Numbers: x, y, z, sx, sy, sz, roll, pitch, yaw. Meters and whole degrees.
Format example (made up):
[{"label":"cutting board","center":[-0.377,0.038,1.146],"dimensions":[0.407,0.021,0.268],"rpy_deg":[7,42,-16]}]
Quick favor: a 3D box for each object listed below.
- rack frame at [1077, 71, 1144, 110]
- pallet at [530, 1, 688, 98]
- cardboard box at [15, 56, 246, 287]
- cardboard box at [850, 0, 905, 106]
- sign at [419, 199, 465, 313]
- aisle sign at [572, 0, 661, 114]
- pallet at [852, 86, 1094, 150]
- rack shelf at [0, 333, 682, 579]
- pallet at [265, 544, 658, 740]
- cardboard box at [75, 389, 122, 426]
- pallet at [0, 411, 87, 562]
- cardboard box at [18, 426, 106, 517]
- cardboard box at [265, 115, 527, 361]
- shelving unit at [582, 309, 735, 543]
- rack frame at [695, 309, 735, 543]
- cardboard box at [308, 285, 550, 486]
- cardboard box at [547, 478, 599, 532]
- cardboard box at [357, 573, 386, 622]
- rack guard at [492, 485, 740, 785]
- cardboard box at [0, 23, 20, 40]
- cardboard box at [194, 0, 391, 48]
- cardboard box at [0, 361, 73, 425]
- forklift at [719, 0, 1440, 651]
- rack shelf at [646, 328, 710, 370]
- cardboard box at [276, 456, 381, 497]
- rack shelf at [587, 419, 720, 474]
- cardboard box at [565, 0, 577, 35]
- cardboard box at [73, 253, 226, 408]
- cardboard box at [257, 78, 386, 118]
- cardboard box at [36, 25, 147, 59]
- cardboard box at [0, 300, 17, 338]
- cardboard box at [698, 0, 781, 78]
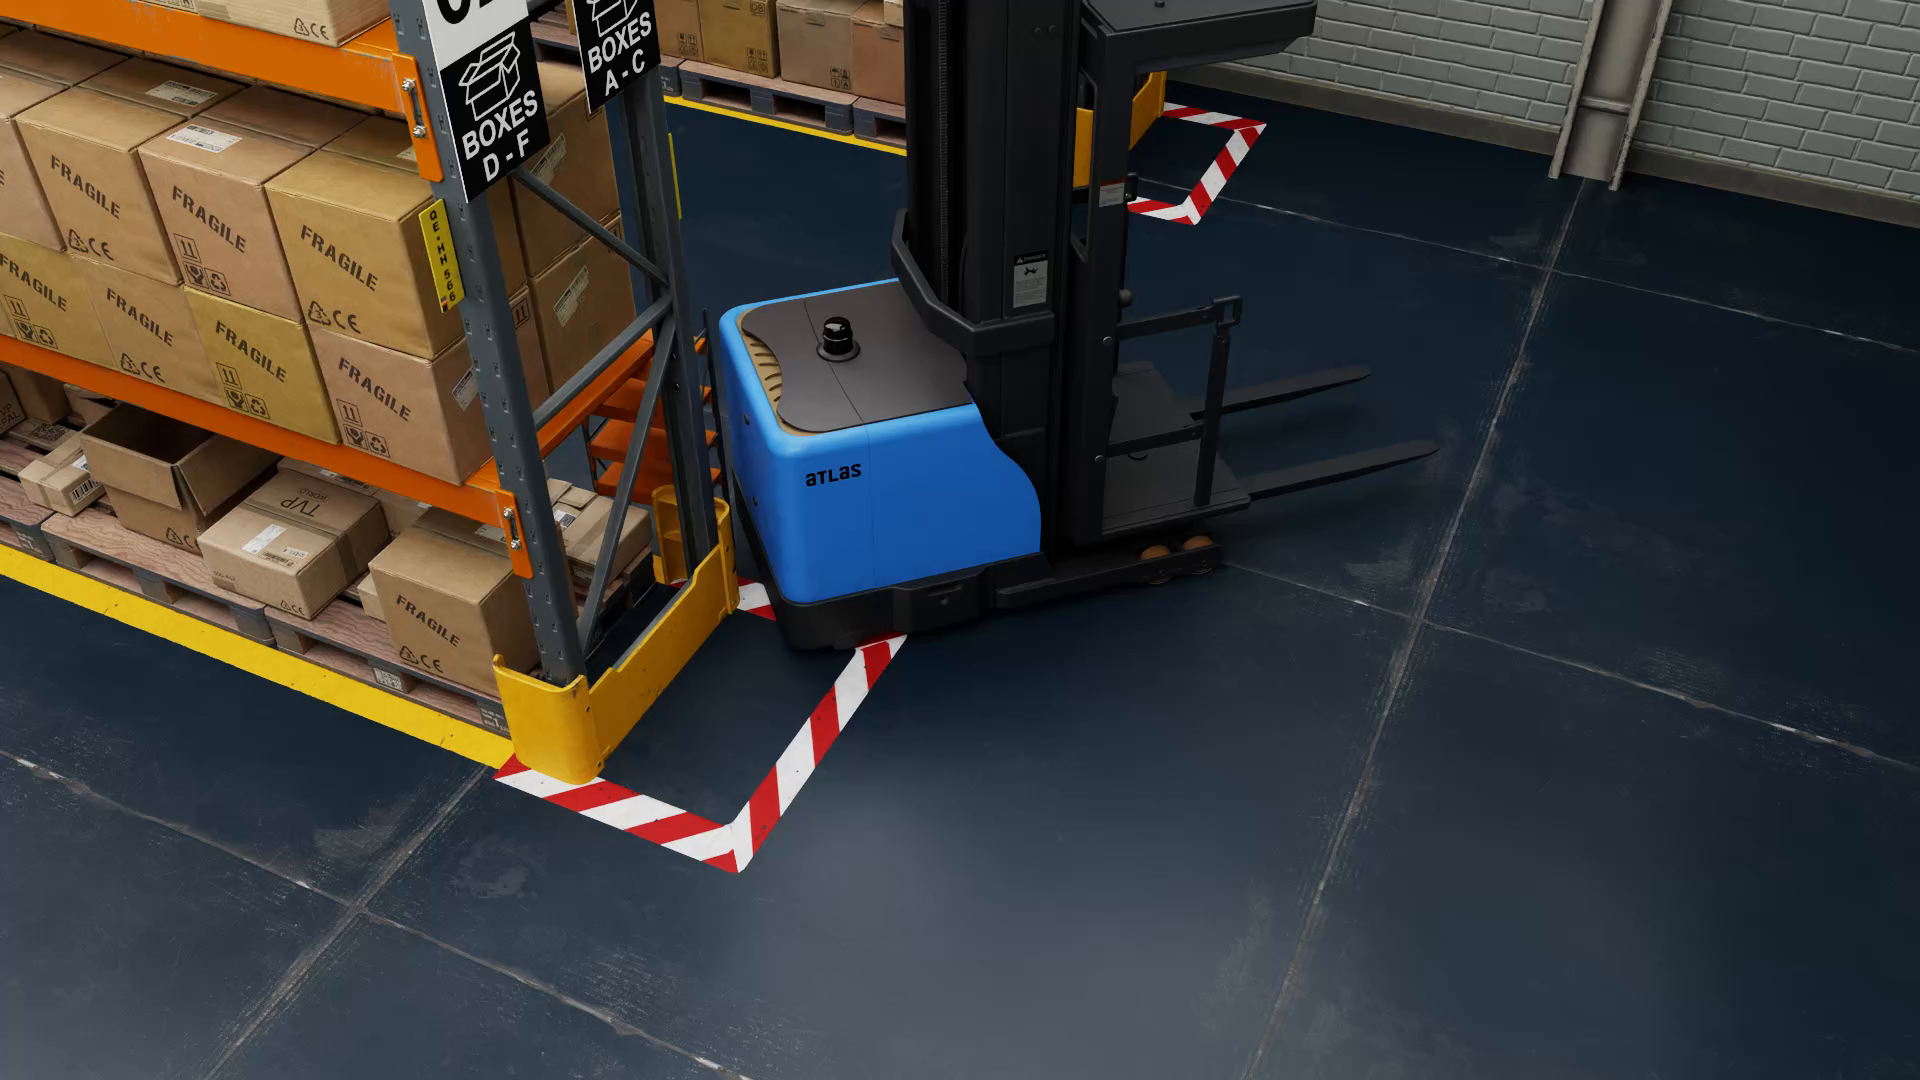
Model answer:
[{"label":"rack frame","center":[0.859,-3.520,9.021],"dimensions":[0.127,3.000,1.000],"rpy_deg":[17,44,19]},{"label":"pallet","center":[-2.110,-3.317,10.916],"dimensions":[1.213,0.211,1.003],"rpy_deg":[17,44,19]},{"label":"cardboard box","center":[-2.682,-1.235,5.545],"dimensions":[0.500,0.500,0.500],"rpy_deg":[18,44,20]},{"label":"cardboard box","center":[-0.271,-3.007,10.017],"dimensions":[0.500,0.500,0.700],"rpy_deg":[17,44,19]},{"label":"sign","center":[-1.485,-0.812,4.771],"dimensions":[0.005,0.325,0.100],"rpy_deg":[17,44,19]},{"label":"aisle sign","center":[-1.046,-1.717,4.956],"dimensions":[0.004,0.787,0.394],"rpy_deg":[17,44,19]},{"label":"pallet","center":[0.101,-2.642,10.137],"dimensions":[1.213,0.211,1.003],"rpy_deg":[17,44,19]},{"label":"rack shelf","center":[-3.044,-0.861,6.502],"dimensions":[4.000,0.370,1.077],"rpy_deg":[17,44,19]},{"label":"pallet","center":[-2.024,0.234,6.820],"dimensions":[1.213,0.211,1.003],"rpy_deg":[17,44,19]},{"label":"cardboard box","center":[-3.541,-0.640,7.415],"dimensions":[0.500,0.311,0.500],"rpy_deg":[17,44,19]},{"label":"pallet","center":[-4.235,-0.442,7.599],"dimensions":[1.213,0.211,1.003],"rpy_deg":[17,44,19]},{"label":"cardboard box","center":[-3.780,-0.304,7.138],"dimensions":[0.250,0.166,0.380],"rpy_deg":[17,44,19]},{"label":"cardboard box","center":[-1.752,-0.955,5.222],"dimensions":[0.500,0.500,0.500],"rpy_deg":[17,44,18]},{"label":"shelving unit","center":[-1.256,-0.420,6.818],"dimensions":[0.503,1.200,0.258],"rpy_deg":[12,42,14]},{"label":"rack frame","center":[-1.024,-0.369,6.760],"dimensions":[0.015,1.200,0.240],"rpy_deg":[12,42,14]},{"label":"cardboard box","center":[-1.753,-0.579,5.552],"dimensions":[0.500,0.500,0.500],"rpy_deg":[18,44,20]},{"label":"cardboard box","center":[-1.693,-0.064,6.861],"dimensions":[0.250,0.166,0.380],"rpy_deg":[17,44,19]},{"label":"cardboard box","center":[-2.158,0.155,6.608],"dimensions":[0.250,0.166,0.380],"rpy_deg":[17,44,19]},{"label":"rack guard","center":[-1.301,0.344,6.471],"dimensions":[0.348,0.500,1.175],"rpy_deg":[17,44,19]},{"label":"cardboard box","center":[-3.615,-1.520,5.873],"dimensions":[0.500,0.500,0.500],"rpy_deg":[16,43,17]},{"label":"cardboard box","center":[-1.809,-1.642,4.678],"dimensions":[0.500,0.250,0.500],"rpy_deg":[17,44,19]},{"label":"cardboard box","center":[-4.221,-0.919,7.593],"dimensions":[0.500,0.500,0.500],"rpy_deg":[17,44,19]},{"label":"forklift","center":[0.590,-1.237,6.439],"dimensions":[3.031,2.935,1.130],"rpy_deg":[-12,42,-14]},{"label":"rack shelf","center":[-1.256,-0.717,6.561],"dimensions":[0.480,0.148,0.258],"rpy_deg":[12,42,14]},{"label":"cardboard box","center":[-2.511,-0.302,7.072],"dimensions":[0.500,0.250,0.500],"rpy_deg":[17,44,19]},{"label":"rack shelf","center":[-1.256,-0.369,6.862],"dimensions":[0.480,0.148,0.258],"rpy_deg":[12,42,14]},{"label":"cardboard box","center":[-2.131,-3.574,10.671],"dimensions":[0.500,0.500,0.700],"rpy_deg":[18,44,19]},{"label":"cardboard box","center":[-2.674,-0.862,5.878],"dimensions":[0.500,0.500,0.500],"rpy_deg":[17,44,19]},{"label":"cardboard box","center":[-2.000,-1.414,5.752],"dimensions":[0.500,0.500,0.500],"rpy_deg":[17,44,19]},{"label":"cardboard box","center":[-2.912,-1.696,6.077],"dimensions":[0.500,0.500,0.500],"rpy_deg":[17,44,18]},{"label":"cardboard box","center":[-3.592,-1.142,6.201],"dimensions":[0.500,0.500,0.500],"rpy_deg":[17,44,18]},{"label":"cardboard box","center":[-1.213,-3.290,10.343],"dimensions":[0.500,0.500,0.700],"rpy_deg":[18,44,20]}]
